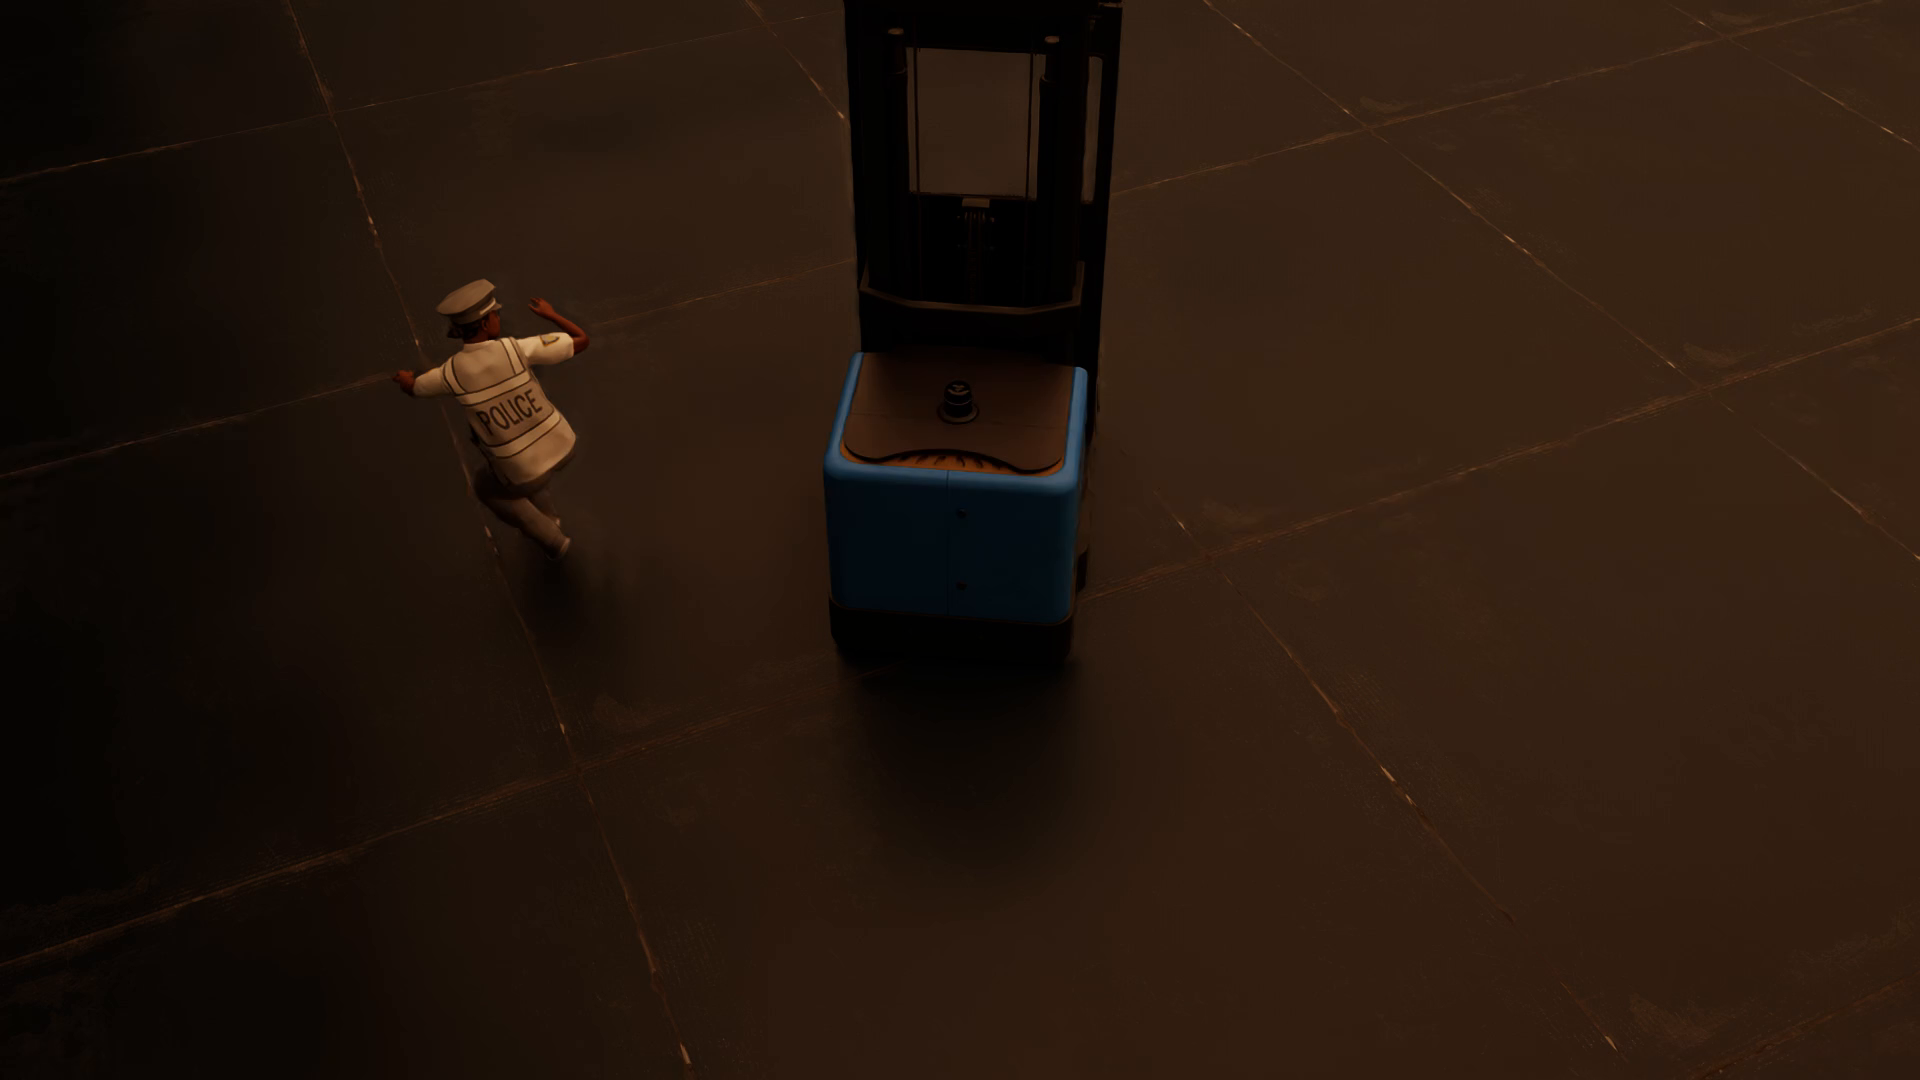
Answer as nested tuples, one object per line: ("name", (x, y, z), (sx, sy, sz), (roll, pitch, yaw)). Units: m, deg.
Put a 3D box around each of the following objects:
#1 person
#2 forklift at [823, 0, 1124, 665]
("person", (-2.053, -0.584, 7.443), (0.972, 1.396, 0.690), (34, 53, 31))
("forklift", (0.120, -1.542, 7.333), (1.130, 2.935, 3.031), (4, 43, 5))
